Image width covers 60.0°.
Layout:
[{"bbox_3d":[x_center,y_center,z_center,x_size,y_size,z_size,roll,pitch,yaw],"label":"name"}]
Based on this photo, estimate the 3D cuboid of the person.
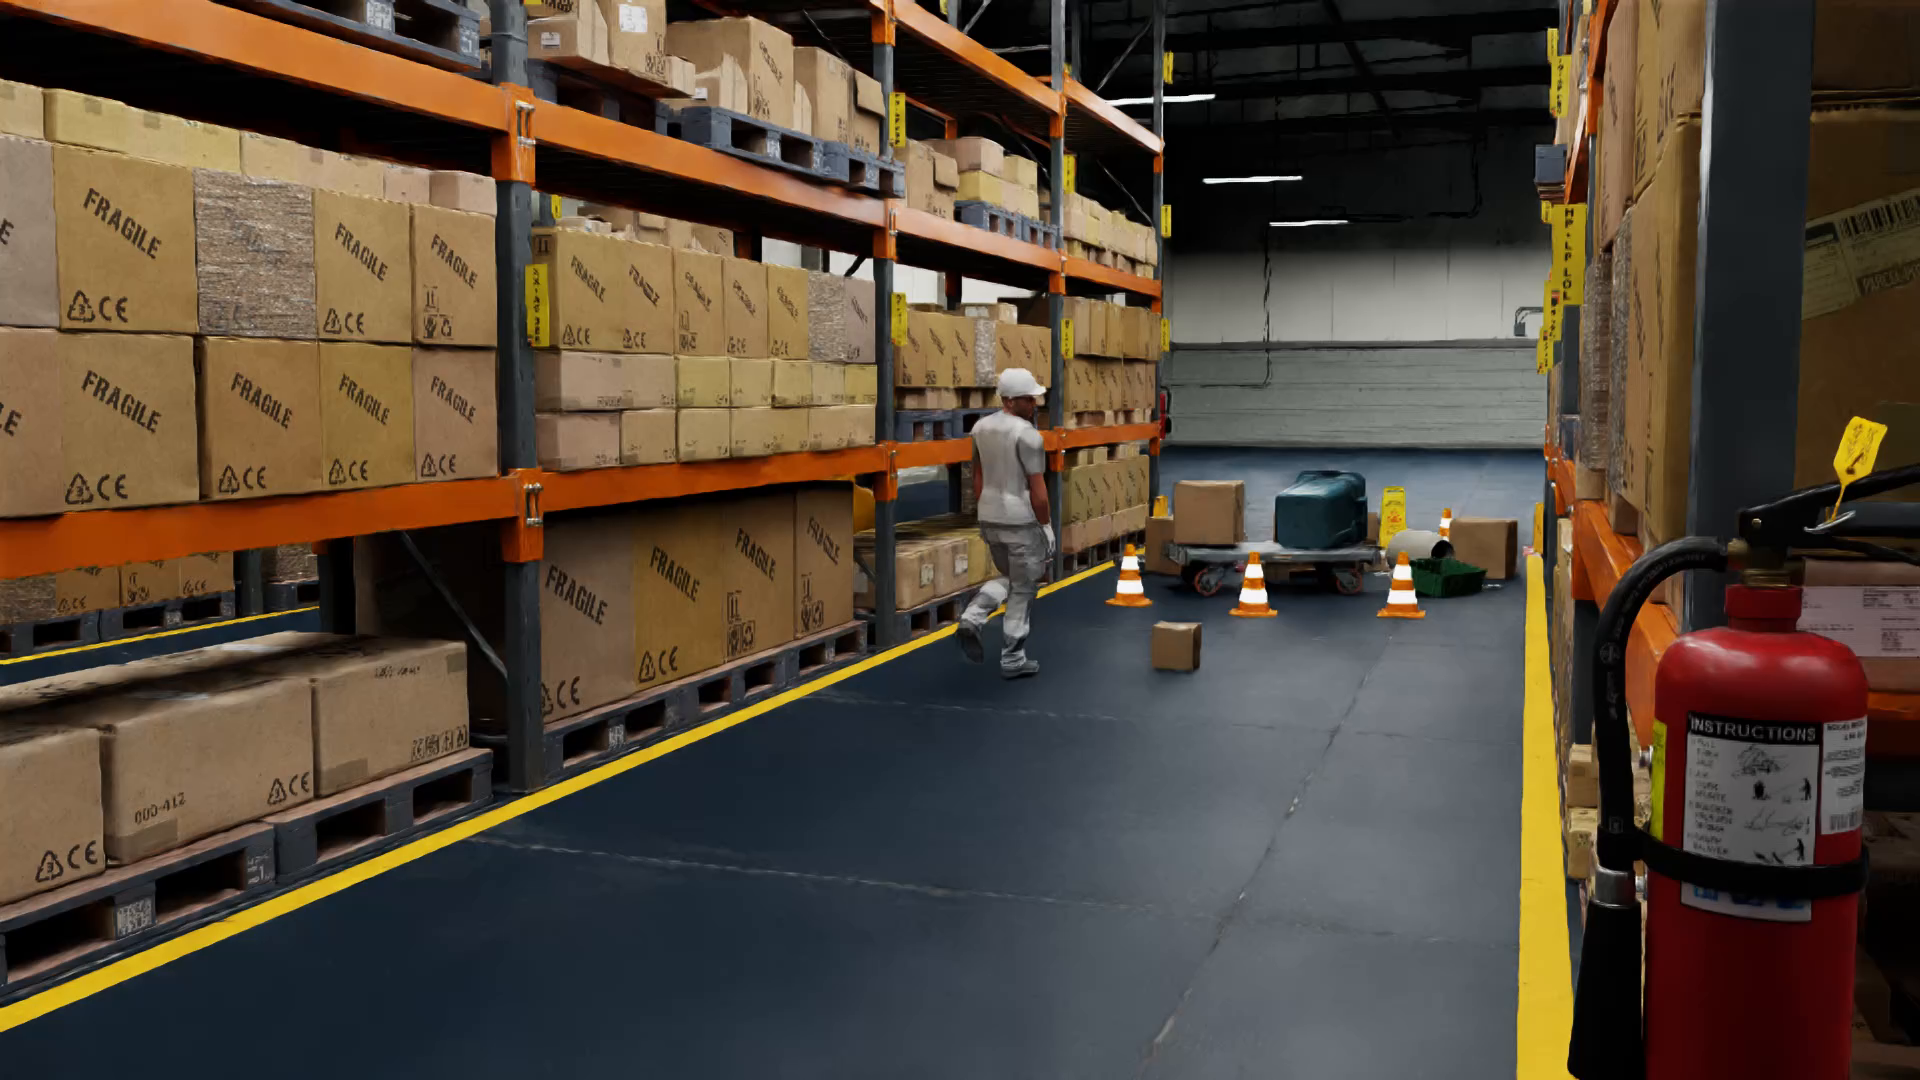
[{"bbox_3d":[16.099,-0.317,12.185,27.931,1.721,17.352,-5,7,-41],"label":"person"}]
